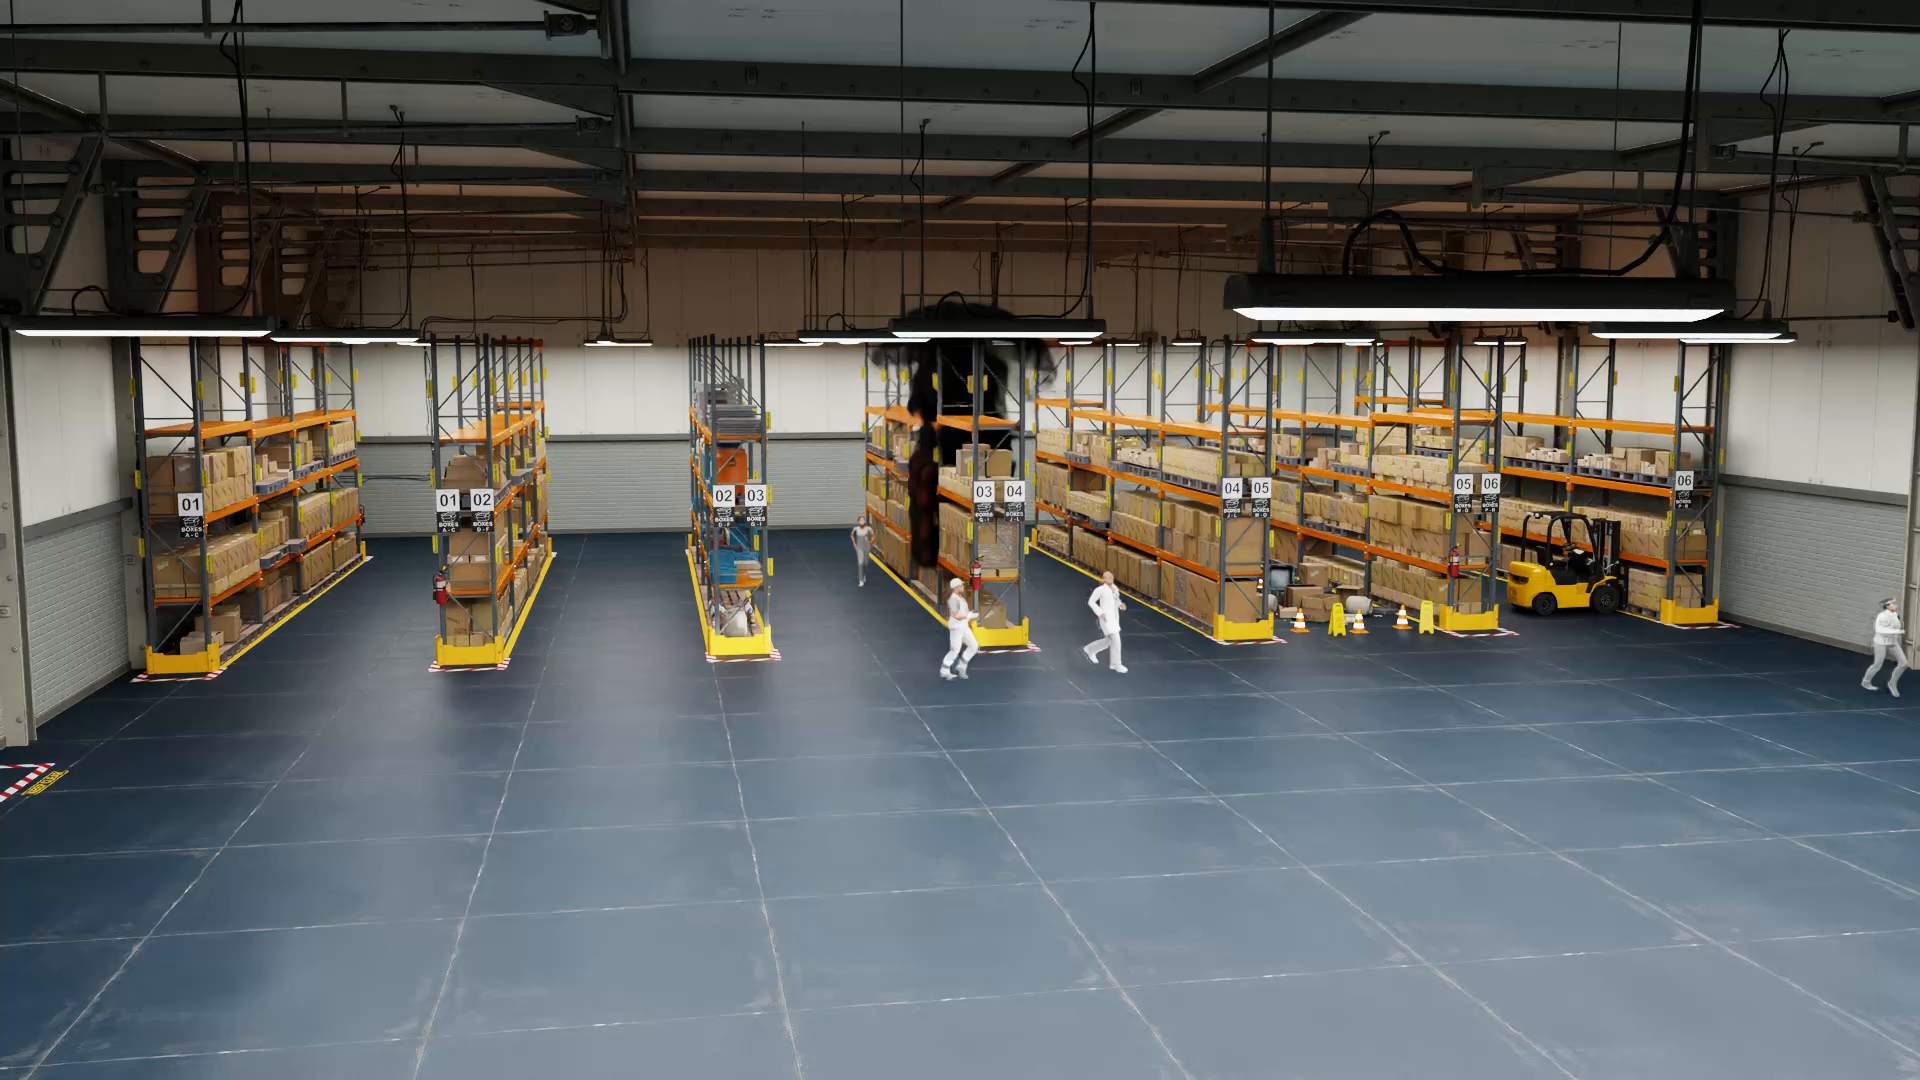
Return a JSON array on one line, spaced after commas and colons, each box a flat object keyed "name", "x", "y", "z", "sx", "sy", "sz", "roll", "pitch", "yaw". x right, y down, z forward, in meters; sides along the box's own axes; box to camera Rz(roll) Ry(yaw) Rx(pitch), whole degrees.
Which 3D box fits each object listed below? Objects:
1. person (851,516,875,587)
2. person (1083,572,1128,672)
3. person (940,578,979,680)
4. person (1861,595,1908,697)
[{"name": "person", "x": -2.359, "y": 0.259, "z": 40.578, "sx": 0.582, "sy": 1.715, "sz": 0.777, "roll": -1, "pitch": 7, "yaw": -7}, {"name": "person", "x": 2.627, "y": 1.443, "z": 29.793, "sx": 0.923, "sy": 1.783, "sz": 0.699, "roll": 5, "pitch": 8, "yaw": 35}, {"name": "person", "x": 0.006, "y": 1.549, "z": 28.724, "sx": 0.711, "sy": 1.794, "sz": 0.639, "roll": 2, "pitch": 7, "yaw": 20}, {"name": "person", "x": 15.318, "y": 1.744, "z": 27.556, "sx": 0.582, "sy": 1.714, "sz": 0.752, "roll": -3, "pitch": 7, "yaw": -23}]
